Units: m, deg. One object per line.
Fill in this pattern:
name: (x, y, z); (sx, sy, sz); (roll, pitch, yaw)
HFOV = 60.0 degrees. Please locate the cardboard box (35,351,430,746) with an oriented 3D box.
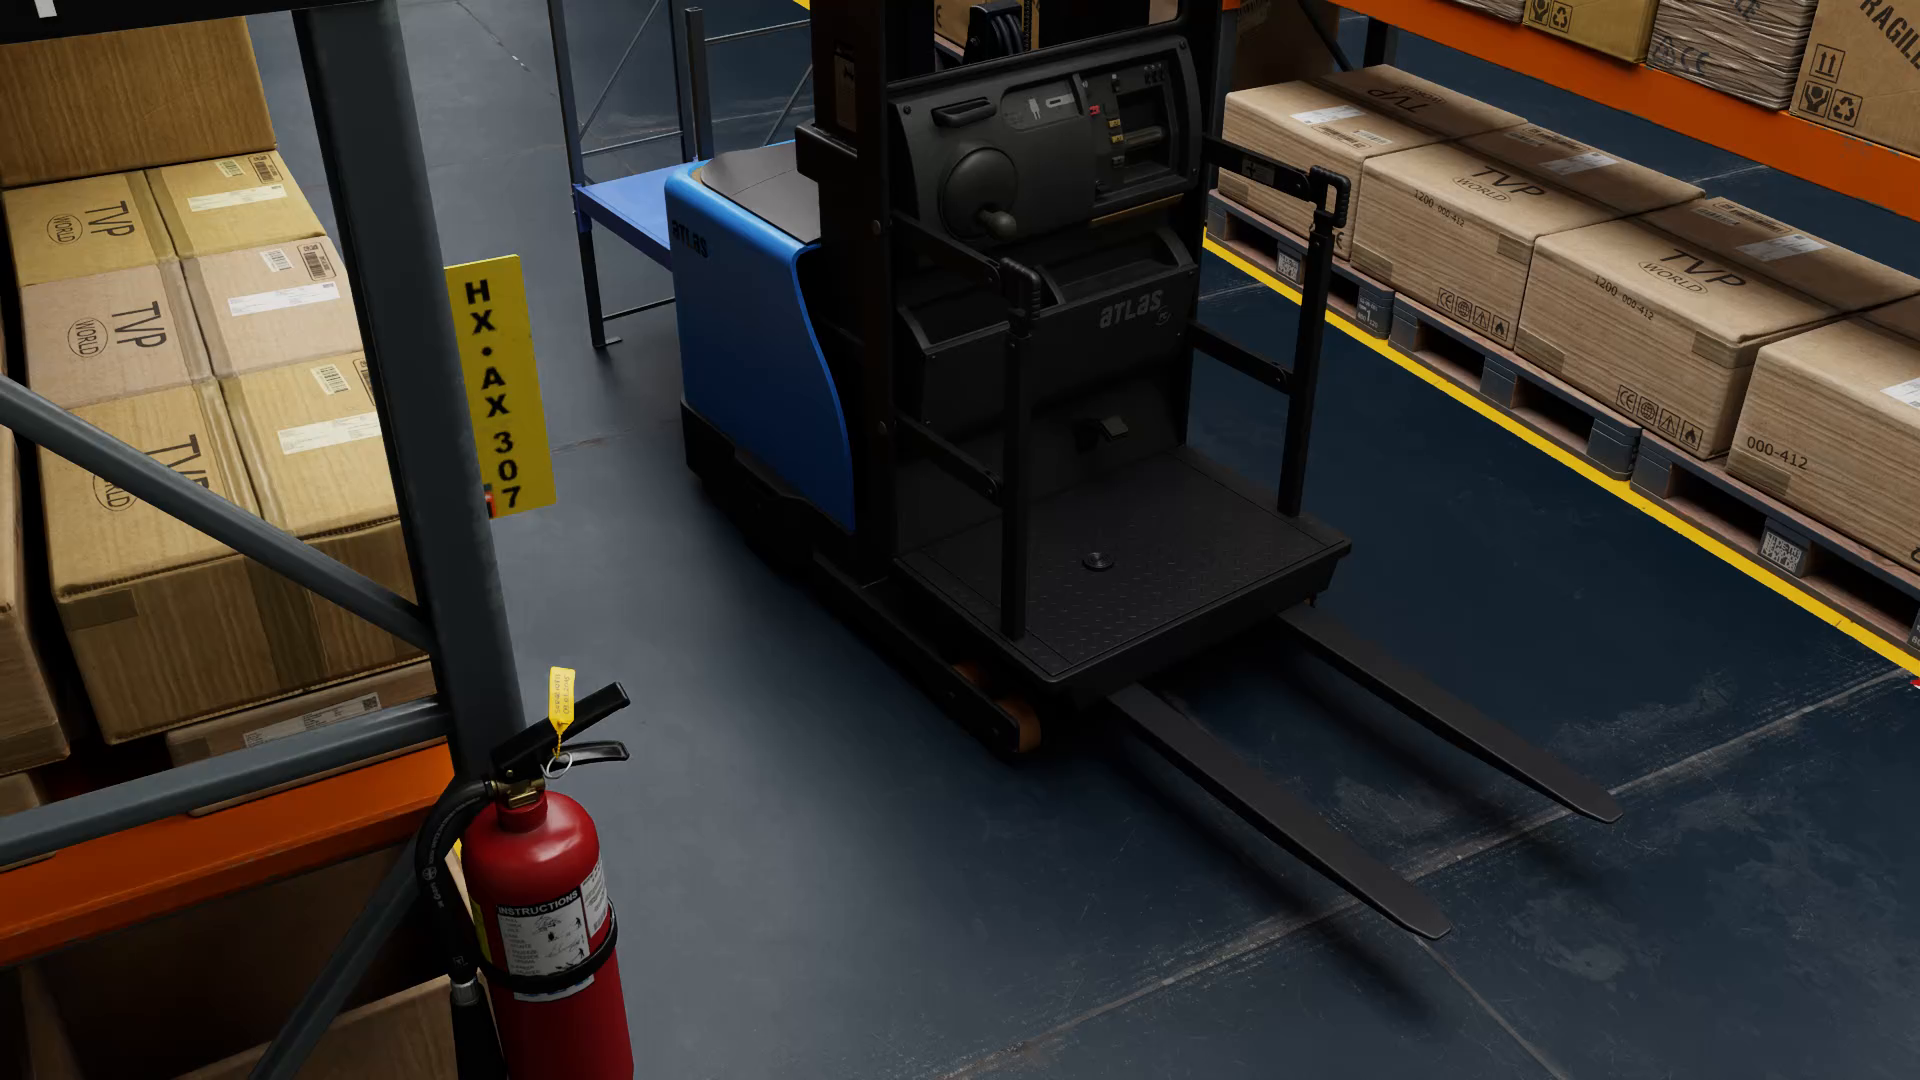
cardboard box: (-0.992, -0.016, 2.358); (0.500, 0.250, 0.500); (-16, 36, -23)

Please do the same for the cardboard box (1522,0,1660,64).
cardboard box: (2.190, -1.855, 5.273); (0.500, 0.500, 0.500); (-15, 35, -22)

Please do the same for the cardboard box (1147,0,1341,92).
cardboard box: (1.145, -2.387, 7.775); (0.875, 0.875, 0.875); (-15, 35, -22)

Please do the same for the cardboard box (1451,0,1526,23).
cardboard box: (1.950, -2.101, 5.656); (0.500, 0.500, 0.500); (-16, 36, -23)

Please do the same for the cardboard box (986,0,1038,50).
cardboard box: (0.717, -2.816, 8.445); (0.875, 0.875, 0.875); (-15, 36, -22)

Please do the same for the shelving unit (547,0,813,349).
shelving unit: (-0.907, -1.234, 5.785); (0.538, 1.500, 1.048); (-22, 39, -30)

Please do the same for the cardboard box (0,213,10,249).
cardboard box: (-2.178, -0.618, 3.298); (0.500, 0.250, 0.500); (-16, 36, -23)

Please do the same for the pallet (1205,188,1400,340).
pallet: (1.791, -1.272, 7.040); (1.003, 0.211, 1.213); (-16, 36, -23)

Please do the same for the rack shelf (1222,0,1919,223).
rack shelf: (2.438, -1.572, 5.589); (1.077, 0.370, 4.000); (-16, 36, -23)

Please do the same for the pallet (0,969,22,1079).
pallet: (-1.427, 1.088, 3.356); (1.003, 0.211, 1.213); (-16, 36, -23)

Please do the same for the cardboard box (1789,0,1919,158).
cardboard box: (2.690, -1.369, 4.514); (0.500, 0.500, 0.500); (-17, 36, -24)

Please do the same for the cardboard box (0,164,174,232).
cardboard box: (-1.724, -0.737, 3.482); (0.500, 0.250, 0.500); (-17, 36, -24)

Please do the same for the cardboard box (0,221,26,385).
cardboard box: (-1.935, -0.369, 2.908); (0.500, 0.250, 0.500); (-15, 35, -22)

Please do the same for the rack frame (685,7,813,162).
rack frame: (-0.605, -1.013, 5.441); (0.500, 1.500, 0.032); (-22, 39, -30)

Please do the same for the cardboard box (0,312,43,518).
cardboard box: (-1.708, -0.131, 2.537); (0.500, 0.250, 0.500); (-16, 36, -23)

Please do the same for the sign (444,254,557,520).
sign: (-0.539, -0.171, 1.934); (0.100, 0.325, 0.005); (-16, 36, -23)

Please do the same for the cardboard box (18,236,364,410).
cardboard box: (-1.228, -0.257, 2.733); (0.500, 0.250, 0.500); (-15, 36, -23)

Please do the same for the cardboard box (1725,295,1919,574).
cardboard box: (2.974, -0.308, 4.936); (0.875, 0.438, 0.875); (-17, 36, -25)

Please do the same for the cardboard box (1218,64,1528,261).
cardboard box: (1.703, -1.600, 6.953); (0.875, 0.438, 0.875); (-16, 36, -24)

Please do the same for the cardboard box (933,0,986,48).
cardboard box: (0.301, -3.243, 9.111); (0.875, 0.875, 0.875); (-15, 36, -23)

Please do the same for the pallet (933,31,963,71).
pallet: (0.506, -2.587, 9.092); (1.003, 0.211, 1.213); (-16, 36, -23)

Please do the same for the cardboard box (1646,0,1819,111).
cardboard box: (2.442, -1.612, 4.893); (0.500, 0.500, 0.500); (-15, 36, -22)

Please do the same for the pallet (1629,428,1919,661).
pallet: (2.928, -0.108, 5.223); (1.003, 0.211, 1.213); (-16, 36, -23)

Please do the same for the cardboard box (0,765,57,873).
cardboard box: (-1.411, 0.345, 2.163); (0.380, 0.149, 0.250); (-16, 36, -24)

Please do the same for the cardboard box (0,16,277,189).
cardboard box: (-1.692, -1.048, 3.273); (0.500, 0.500, 0.500); (-15, 36, -22)

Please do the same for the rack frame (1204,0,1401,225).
rack frame: (1.505, -2.829, 6.885); (1.000, 3.000, 0.127); (-16, 36, -23)

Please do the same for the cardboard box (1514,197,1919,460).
cardboard box: (2.540, -0.743, 5.614); (0.875, 0.438, 0.875); (-15, 36, -22)

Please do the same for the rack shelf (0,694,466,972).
rack shelf: (-1.952, -0.321, 3.638); (1.077, 0.370, 4.000); (-16, 36, -23)

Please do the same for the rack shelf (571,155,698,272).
rack shelf: (-0.907, -1.082, 5.882); (0.538, 0.185, 1.000); (-22, 39, -30)

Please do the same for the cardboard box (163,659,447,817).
cardboard box: (-0.930, 0.210, 2.374); (0.380, 0.149, 0.250); (-16, 36, -23)

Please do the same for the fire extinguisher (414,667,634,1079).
fire extinguisher: (-0.542, 0.474, 2.147); (0.296, 0.674, 0.183); (-16, 36, -23)

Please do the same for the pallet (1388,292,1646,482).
pallet: (2.363, -0.689, 6.130); (1.003, 0.211, 1.213); (-16, 36, -23)

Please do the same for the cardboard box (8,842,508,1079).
cardboard box: (-1.221, 0.889, 3.007); (0.797, 0.503, 0.637); (-17, 37, -25)

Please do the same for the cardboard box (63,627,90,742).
cardboard box: (-1.475, 0.209, 2.377); (0.380, 0.149, 0.250); (-15, 35, -22)

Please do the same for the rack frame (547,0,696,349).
rack frame: (-1.209, -1.454, 6.129); (0.500, 1.500, 0.032); (-22, 39, -30)

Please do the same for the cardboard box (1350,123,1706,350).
cardboard box: (2.121, -1.173, 6.287); (0.875, 0.438, 0.875); (-17, 36, -24)

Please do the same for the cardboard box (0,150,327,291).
cardboard box: (-1.467, -0.498, 3.110); (0.500, 0.250, 0.500); (-17, 36, -24)

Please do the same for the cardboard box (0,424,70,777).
cardboard box: (-1.468, 0.115, 2.153); (0.500, 0.250, 0.500); (-15, 36, -22)

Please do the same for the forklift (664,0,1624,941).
forklift: (0.372, -0.963, 4.037); (1.130, 2.935, 3.031); (-22, 39, -30)
